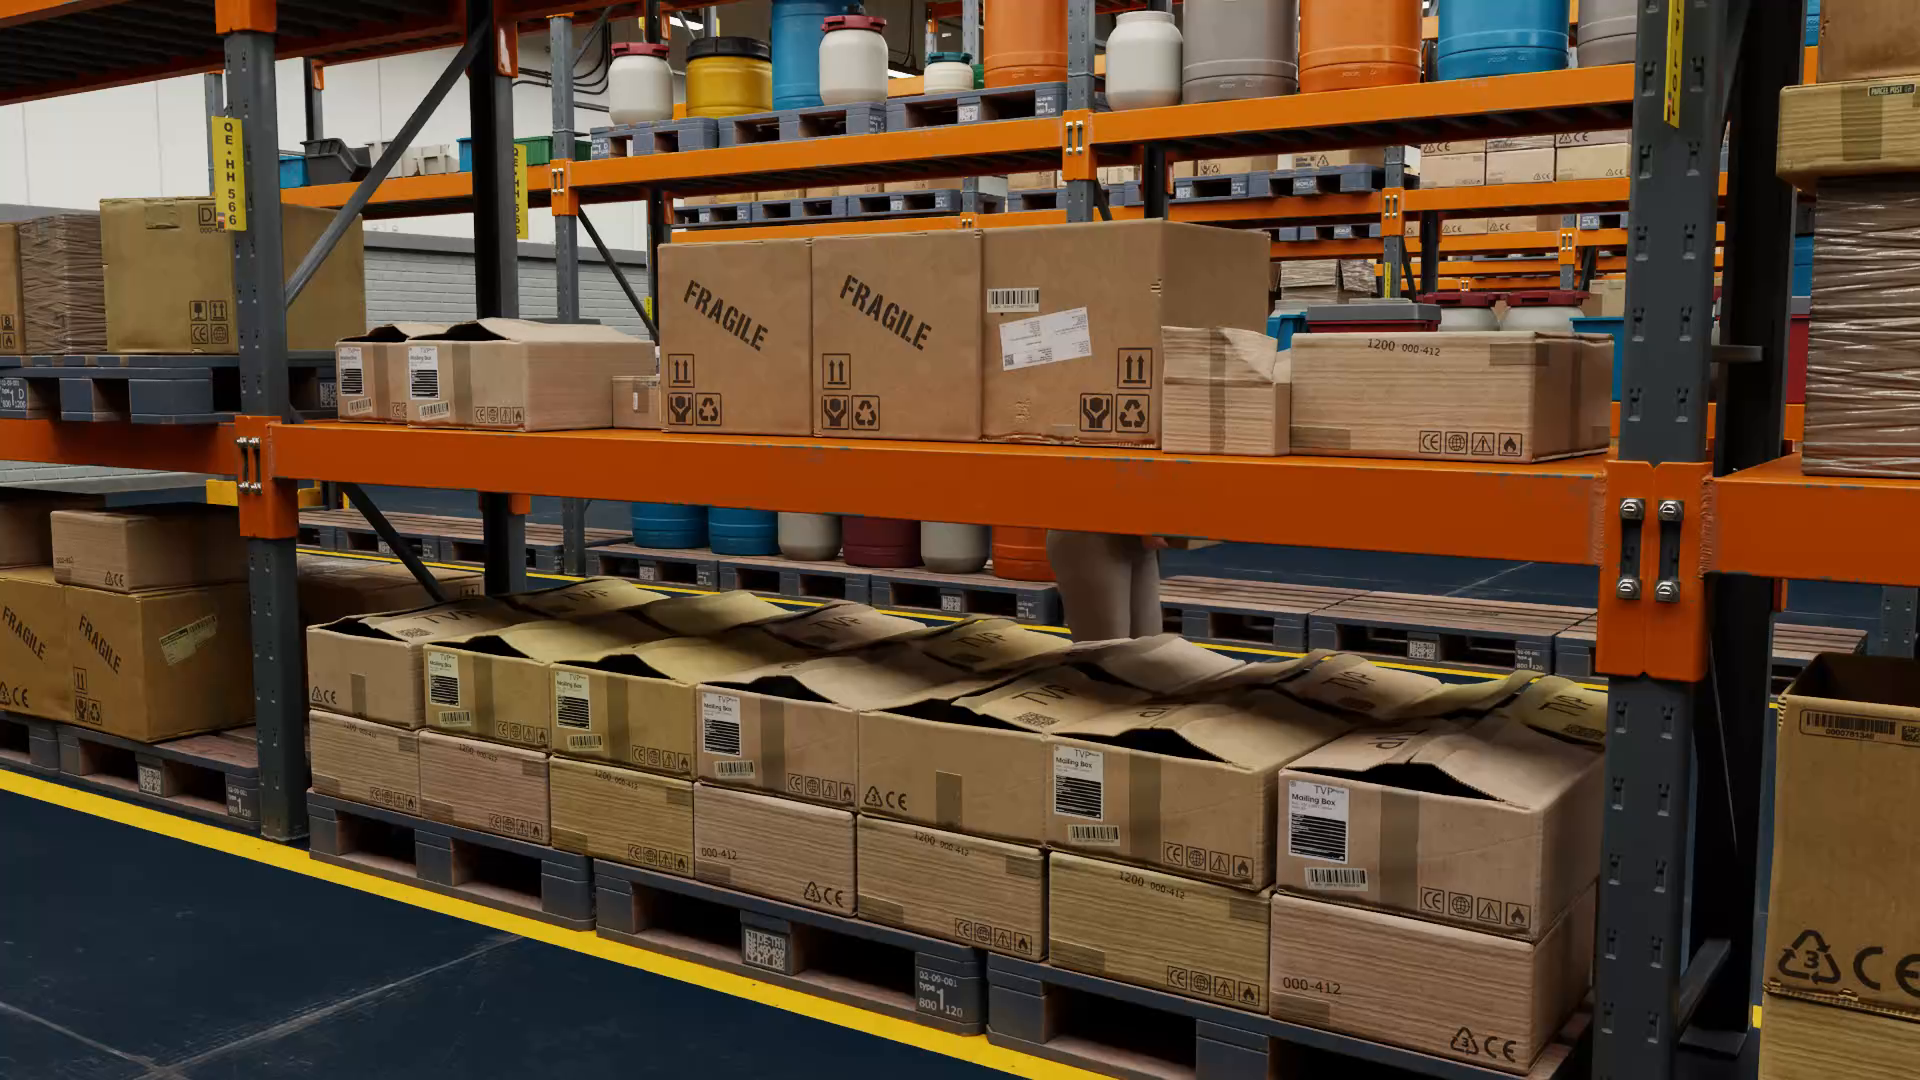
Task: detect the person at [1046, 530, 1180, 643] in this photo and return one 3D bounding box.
[{"bbox_3d":[0.586,0.024,5.687,0.530,1.712,0.493,4,8,35],"label":"person"}]
